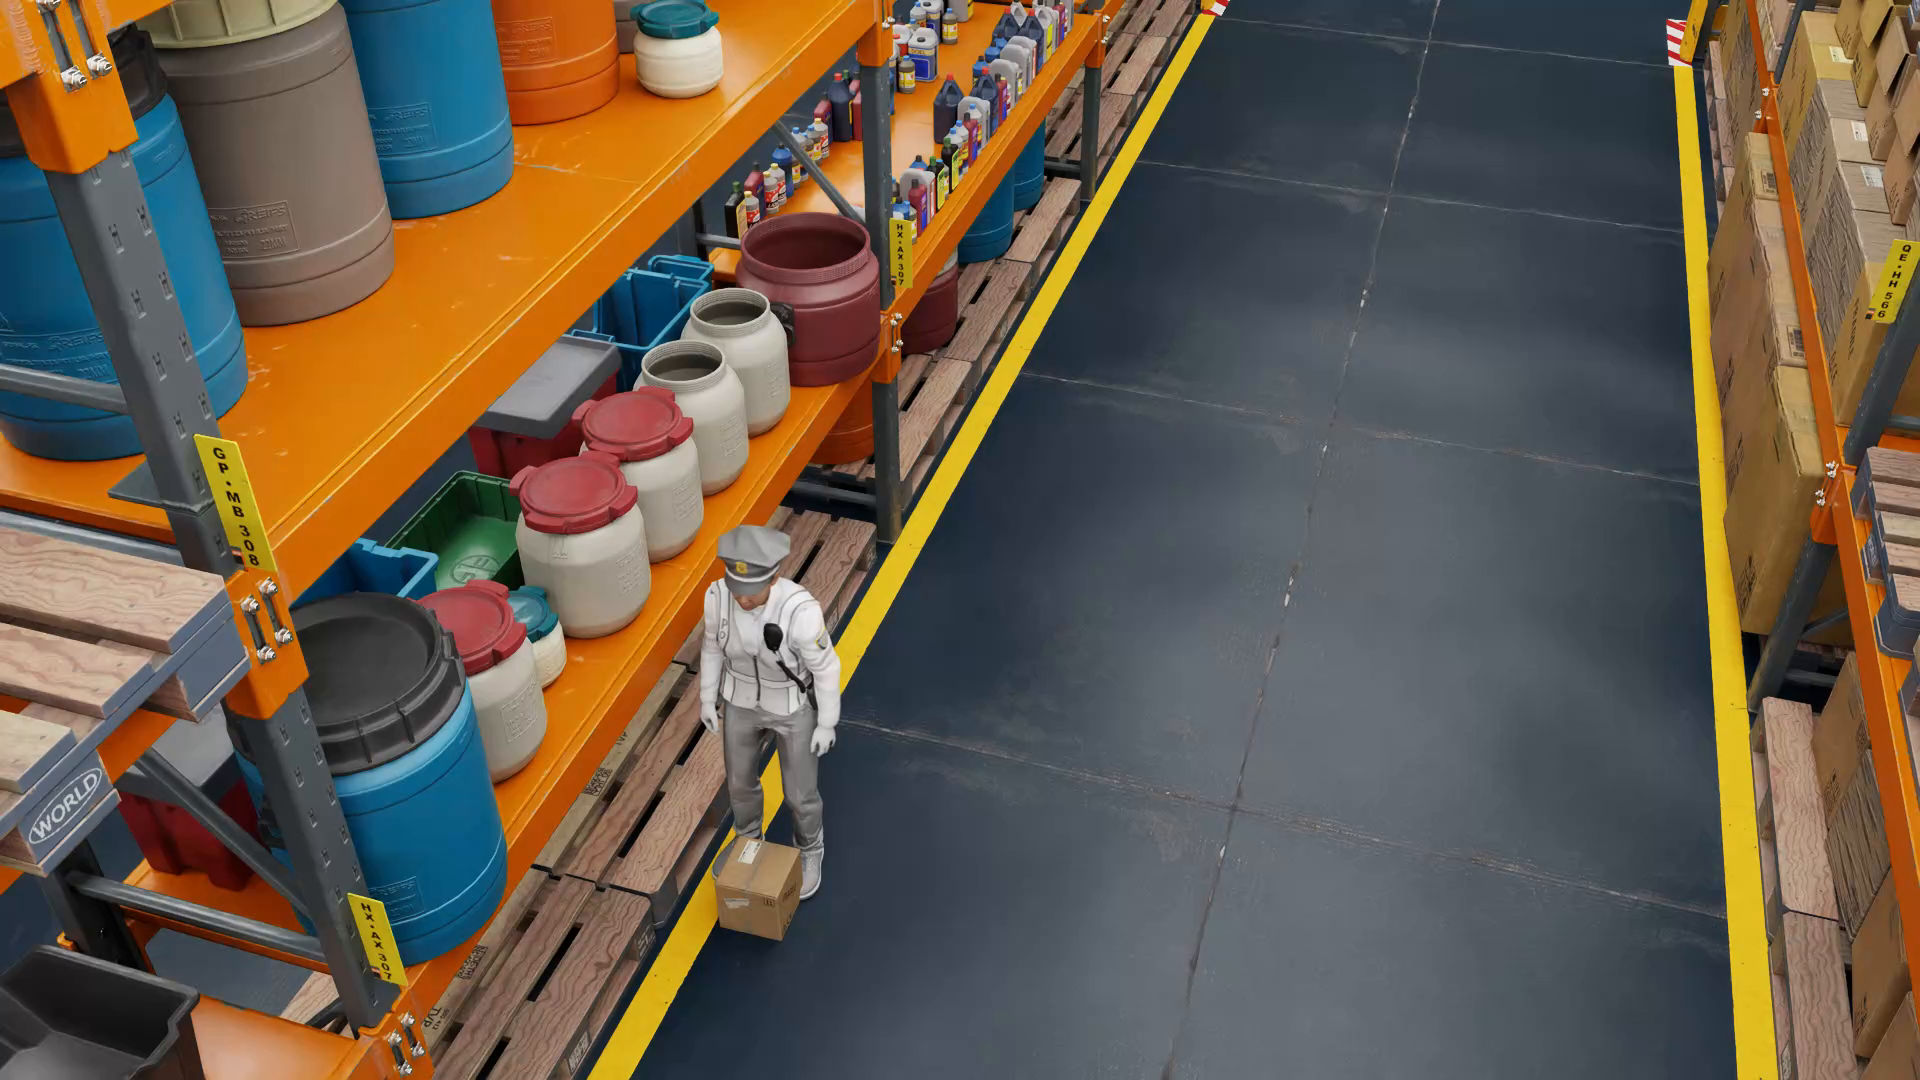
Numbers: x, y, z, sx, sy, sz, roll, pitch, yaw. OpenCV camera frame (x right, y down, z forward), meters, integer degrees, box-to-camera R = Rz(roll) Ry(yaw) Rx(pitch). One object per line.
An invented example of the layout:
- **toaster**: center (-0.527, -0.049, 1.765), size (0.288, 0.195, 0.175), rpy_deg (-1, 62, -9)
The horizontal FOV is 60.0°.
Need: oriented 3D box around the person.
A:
- **person**: center (-0.693, 0.624, 6.067), size (0.537, 1.663, 0.378), rpy_deg (10, 38, 13)
